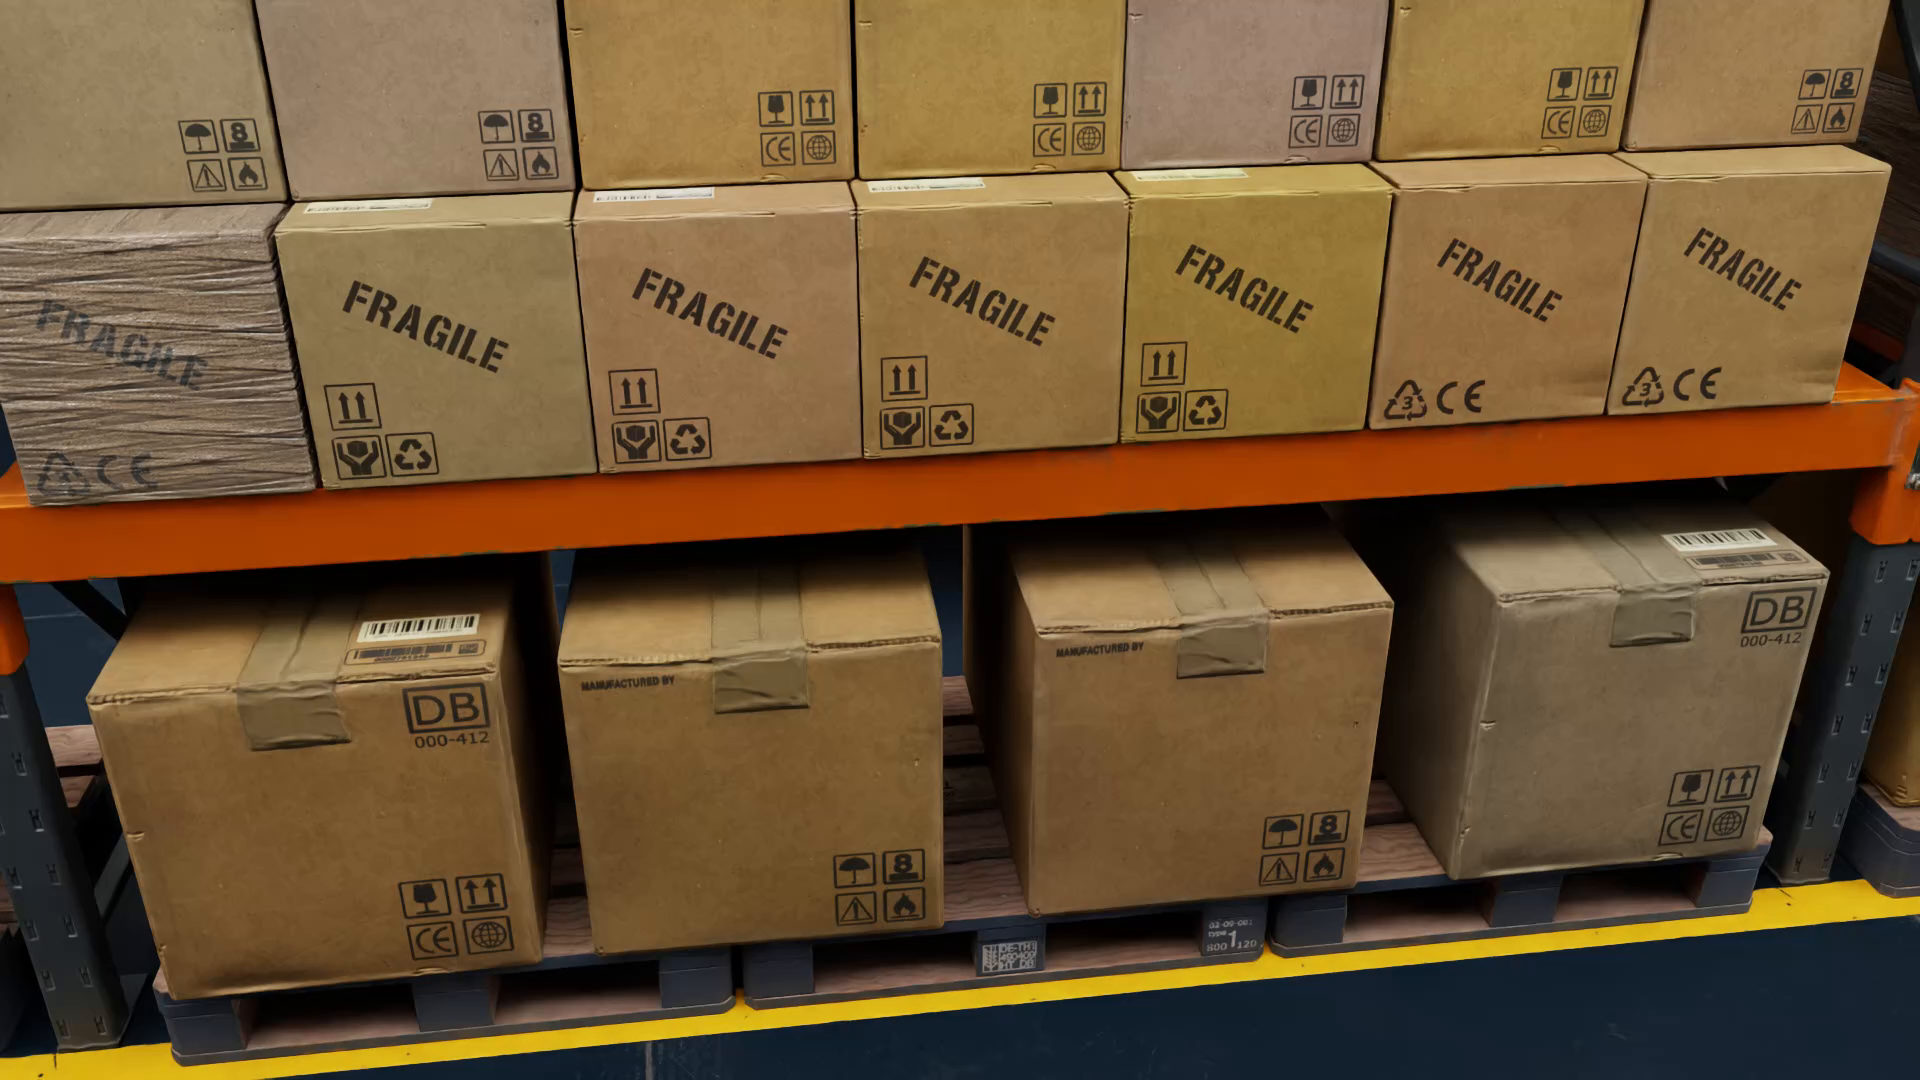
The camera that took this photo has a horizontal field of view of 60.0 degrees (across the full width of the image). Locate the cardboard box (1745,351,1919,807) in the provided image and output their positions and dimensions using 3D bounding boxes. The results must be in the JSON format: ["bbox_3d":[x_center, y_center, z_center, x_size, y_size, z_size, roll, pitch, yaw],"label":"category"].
[{"bbox_3d":[2.642,0.040,4.253,0.875,0.875,0.875,-3,27,-6],"label":"cardboard box"}]

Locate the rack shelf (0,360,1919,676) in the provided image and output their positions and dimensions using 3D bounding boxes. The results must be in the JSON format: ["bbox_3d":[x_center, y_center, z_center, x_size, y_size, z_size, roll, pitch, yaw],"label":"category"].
[{"bbox_3d":[0.029,-0.262,3.764,4.000,0.370,1.077,-4,27,-7],"label":"rack shelf"}]

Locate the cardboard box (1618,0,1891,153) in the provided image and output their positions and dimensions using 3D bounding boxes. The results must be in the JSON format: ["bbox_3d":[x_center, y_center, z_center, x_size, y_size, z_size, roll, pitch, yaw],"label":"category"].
[{"bbox_3d":[1.518,-1.165,3.530,0.500,0.500,0.700,-4,27,-8],"label":"cardboard box"}]

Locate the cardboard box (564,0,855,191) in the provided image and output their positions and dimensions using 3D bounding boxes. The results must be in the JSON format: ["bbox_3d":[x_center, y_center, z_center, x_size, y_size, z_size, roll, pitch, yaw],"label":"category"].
[{"bbox_3d":[-0.498,-1.035,3.277,0.500,0.500,0.700,-4,27,-8],"label":"cardboard box"}]

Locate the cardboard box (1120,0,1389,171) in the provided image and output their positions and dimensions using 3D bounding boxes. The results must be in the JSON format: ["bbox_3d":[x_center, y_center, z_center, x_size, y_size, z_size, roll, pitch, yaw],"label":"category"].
[{"bbox_3d":[0.509,-1.099,3.402,0.500,0.500,0.700,-3,27,-7],"label":"cardboard box"}]

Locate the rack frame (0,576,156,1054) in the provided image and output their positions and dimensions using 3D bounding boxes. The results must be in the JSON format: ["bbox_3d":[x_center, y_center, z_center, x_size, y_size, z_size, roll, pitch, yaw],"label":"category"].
[{"bbox_3d":[-1.952,-0.455,3.352,0.127,3.000,1.000,-4,27,-7],"label":"rack frame"}]

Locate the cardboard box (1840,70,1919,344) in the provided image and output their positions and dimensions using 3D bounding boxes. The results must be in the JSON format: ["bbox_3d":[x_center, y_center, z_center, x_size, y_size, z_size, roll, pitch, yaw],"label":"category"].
[{"bbox_3d":[2.373,-0.805,3.869,0.550,0.550,0.875,-4,27,-7],"label":"cardboard box"}]

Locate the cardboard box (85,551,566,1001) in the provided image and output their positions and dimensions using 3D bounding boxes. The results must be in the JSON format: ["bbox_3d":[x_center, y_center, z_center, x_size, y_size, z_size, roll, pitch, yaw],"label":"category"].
[{"bbox_3d":[-1.336,0.361,3.766,0.750,0.750,1.050,-4,27,-8],"label":"cardboard box"}]

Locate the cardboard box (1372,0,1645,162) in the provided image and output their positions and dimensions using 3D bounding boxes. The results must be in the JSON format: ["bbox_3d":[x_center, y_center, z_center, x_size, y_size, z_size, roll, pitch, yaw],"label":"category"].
[{"bbox_3d":[1.009,-1.131,3.464,0.500,0.500,0.700,-4,27,-8],"label":"cardboard box"}]

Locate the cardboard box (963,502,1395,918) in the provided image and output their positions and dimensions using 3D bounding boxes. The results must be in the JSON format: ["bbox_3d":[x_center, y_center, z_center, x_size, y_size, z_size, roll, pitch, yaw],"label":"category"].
[{"bbox_3d":[0.451,0.244,3.993,0.750,0.750,1.050,-4,27,-7],"label":"cardboard box"}]

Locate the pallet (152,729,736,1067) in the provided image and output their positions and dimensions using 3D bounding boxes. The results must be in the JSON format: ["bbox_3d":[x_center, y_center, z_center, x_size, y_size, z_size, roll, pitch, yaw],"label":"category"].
[{"bbox_3d":[-1.161,0.769,4.020,1.213,0.211,1.003,-4,27,-7],"label":"pallet"}]

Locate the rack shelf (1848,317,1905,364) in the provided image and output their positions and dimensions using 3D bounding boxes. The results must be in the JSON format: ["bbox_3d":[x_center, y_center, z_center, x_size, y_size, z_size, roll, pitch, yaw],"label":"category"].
[{"bbox_3d":[3.990,-0.636,4.199,3.809,0.052,0.919,-4,27,-7],"label":"rack shelf"}]

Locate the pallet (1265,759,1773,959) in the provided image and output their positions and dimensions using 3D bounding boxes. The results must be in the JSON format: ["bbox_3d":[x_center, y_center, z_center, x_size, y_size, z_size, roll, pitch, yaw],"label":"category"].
[{"bbox_3d":[1.255,0.614,4.322,1.213,0.211,1.003,-4,27,-7],"label":"pallet"}]

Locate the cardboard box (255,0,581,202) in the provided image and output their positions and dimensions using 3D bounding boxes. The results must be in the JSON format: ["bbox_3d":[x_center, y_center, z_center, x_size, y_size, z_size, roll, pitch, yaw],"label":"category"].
[{"bbox_3d":[-1.005,-1.001,3.211,0.500,0.500,0.700,-4,27,-8],"label":"cardboard box"}]

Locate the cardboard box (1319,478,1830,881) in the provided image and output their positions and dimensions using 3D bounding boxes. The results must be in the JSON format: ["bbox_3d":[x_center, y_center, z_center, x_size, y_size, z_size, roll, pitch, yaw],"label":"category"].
[{"bbox_3d":[1.407,0.185,4.109,0.750,0.750,1.050,-4,27,-7],"label":"cardboard box"}]

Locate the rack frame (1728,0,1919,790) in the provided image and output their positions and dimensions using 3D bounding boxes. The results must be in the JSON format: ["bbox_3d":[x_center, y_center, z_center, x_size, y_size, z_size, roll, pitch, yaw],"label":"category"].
[{"bbox_3d":[2.009,-0.708,3.845,0.053,2.616,0.949,-4,27,-7],"label":"rack frame"}]

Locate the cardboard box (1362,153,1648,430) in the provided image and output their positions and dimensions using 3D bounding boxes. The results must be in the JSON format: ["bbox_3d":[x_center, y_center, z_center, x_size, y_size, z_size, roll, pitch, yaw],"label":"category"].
[{"bbox_3d":[1.029,-0.568,3.462,0.500,0.500,0.500,-4,27,-8],"label":"cardboard box"}]

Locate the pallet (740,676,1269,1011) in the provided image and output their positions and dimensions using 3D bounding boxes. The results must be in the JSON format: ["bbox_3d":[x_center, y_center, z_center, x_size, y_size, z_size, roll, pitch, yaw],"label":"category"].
[{"bbox_3d":[-1.744,-0.368,6.237,4.108,0.211,6.107,-4,27,-7],"label":"pallet"}]
